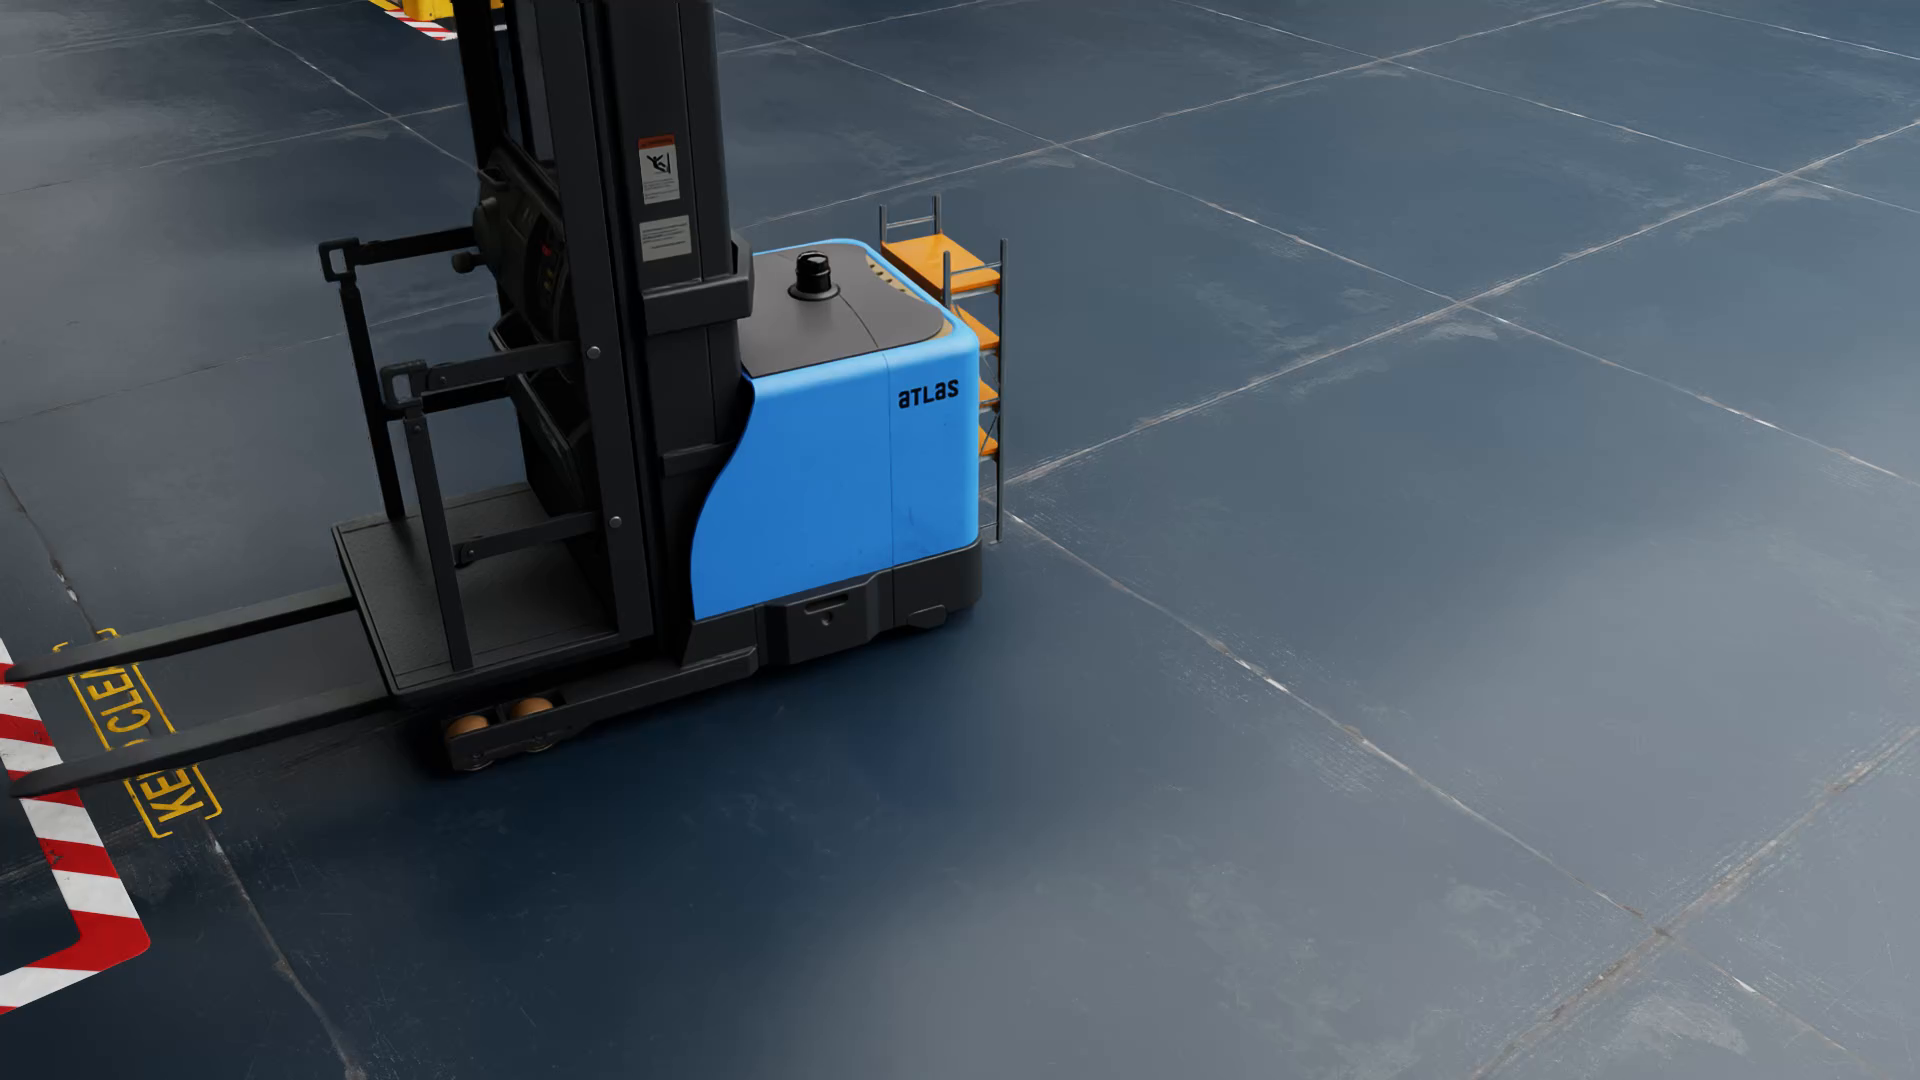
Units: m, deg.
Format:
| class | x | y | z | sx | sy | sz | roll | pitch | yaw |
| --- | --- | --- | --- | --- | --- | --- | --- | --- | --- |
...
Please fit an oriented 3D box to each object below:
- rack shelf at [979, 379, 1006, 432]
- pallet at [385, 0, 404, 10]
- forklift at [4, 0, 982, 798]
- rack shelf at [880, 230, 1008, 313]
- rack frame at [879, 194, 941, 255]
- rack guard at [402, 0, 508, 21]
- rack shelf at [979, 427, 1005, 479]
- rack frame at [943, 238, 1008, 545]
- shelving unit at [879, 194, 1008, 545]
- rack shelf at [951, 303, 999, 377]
| class | x | y | z | sx | sy | sz | roll | pitch | yaw |
| --- | --- | --- | --- | --- | --- | --- | --- | --- | --- |
| rack shelf | -0.063 | -0.532 | 6.098 | 0.258 | 0.148 | 0.480 | -16 | 35 | -24 |
| pallet | -4.235 | -4.568 | 13.405 | 1.003 | 0.211 | 1.213 | -22 | 38 | -31 |
| forklift | -1.473 | -0.856 | 4.851 | 3.031 | 2.935 | 1.130 | -15 | 35 | -23 |
| rack shelf | -0.063 | -0.923 | 5.855 | 0.258 | 0.148 | 0.480 | -16 | 35 | -24 |
| rack frame | -0.178 | -0.703 | 6.245 | 0.240 | 1.200 | 0.015 | -16 | 35 | -24 |
| rack guard | -3.719 | -4.376 | 12.821 | 1.175 | 0.500 | 0.348 | -22 | 38 | -31 |
| rack shelf | -0.063 | -0.364 | 6.202 | 0.258 | 0.148 | 0.480 | -16 | 35 | -24 |
| rack frame | 0.052 | -0.476 | 5.879 | 0.240 | 1.200 | 0.015 | -16 | 35 | -24 |
| shelving unit | -0.063 | -0.590 | 6.062 | 0.258 | 1.200 | 0.503 | -16 | 35 | -24 |
| rack shelf | -0.063 | -0.722 | 5.979 | 0.258 | 0.148 | 0.480 | -16 | 35 | -24 |
